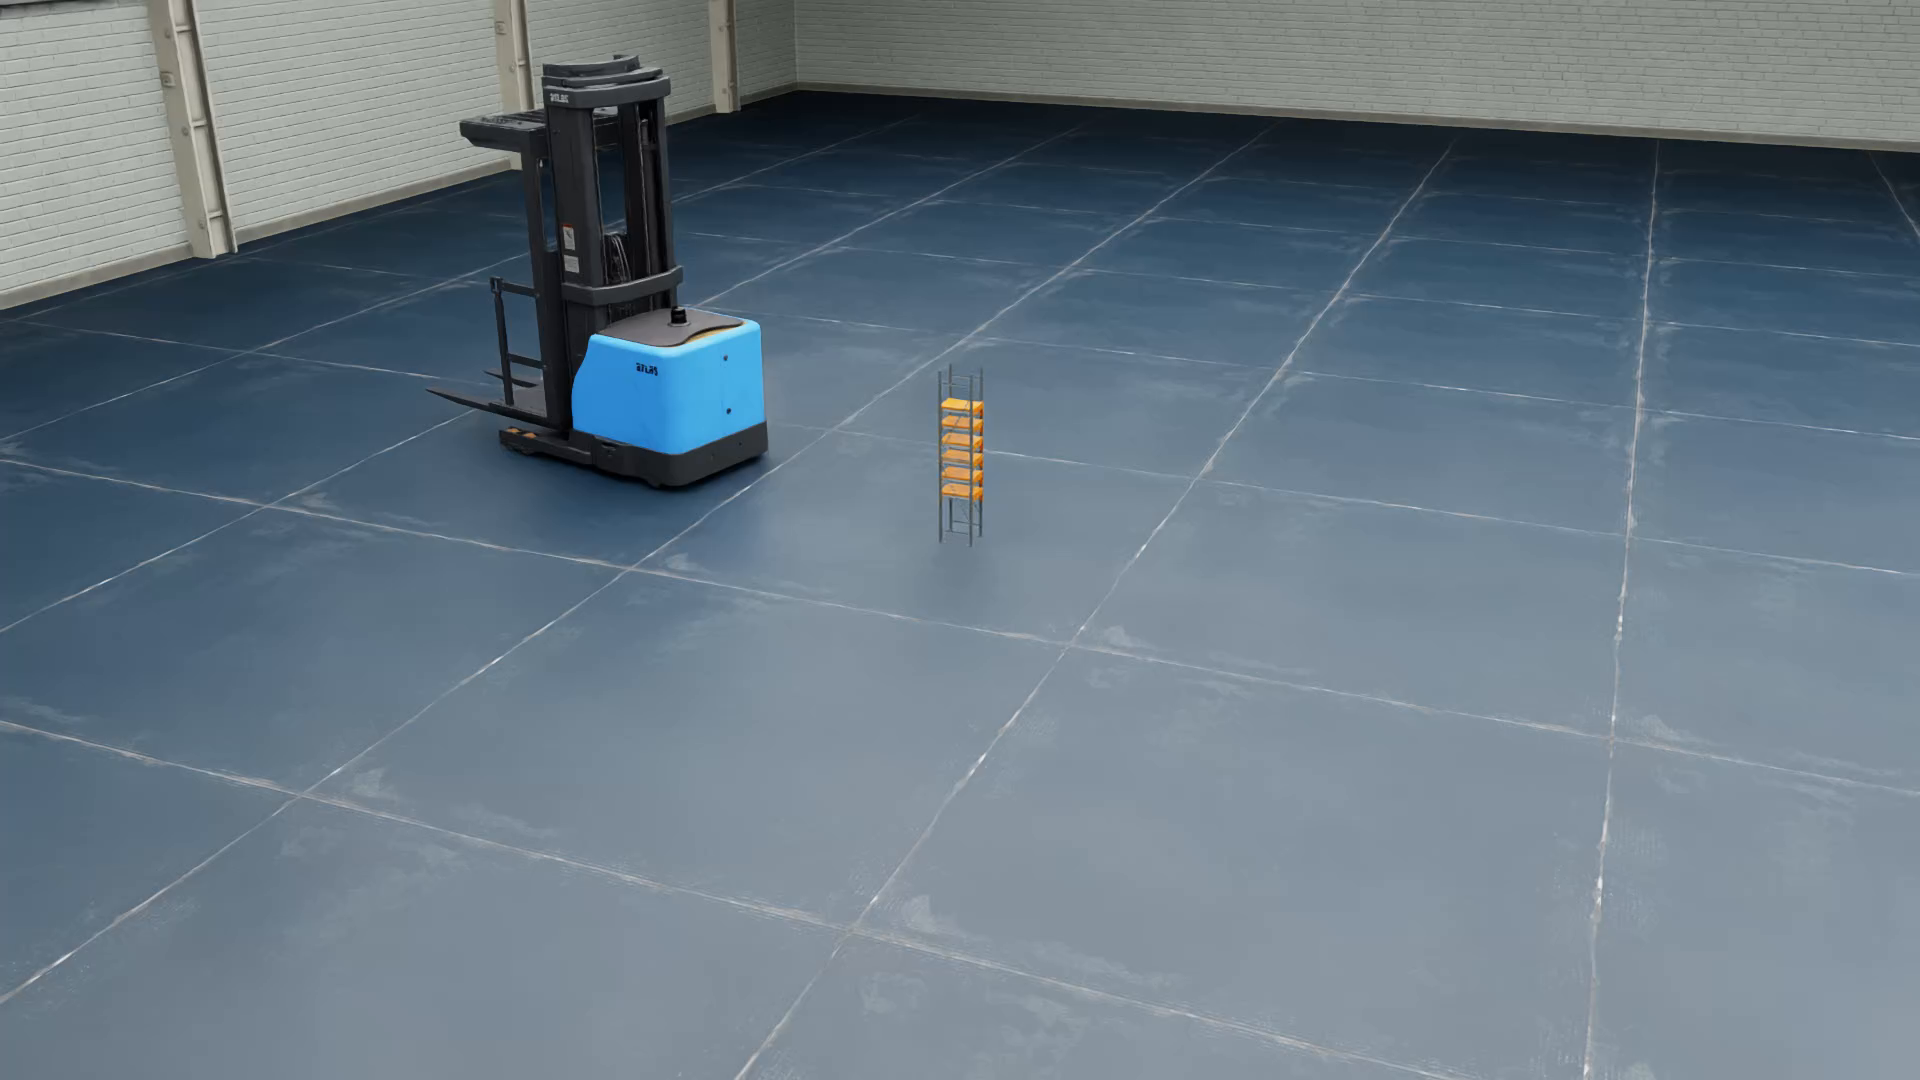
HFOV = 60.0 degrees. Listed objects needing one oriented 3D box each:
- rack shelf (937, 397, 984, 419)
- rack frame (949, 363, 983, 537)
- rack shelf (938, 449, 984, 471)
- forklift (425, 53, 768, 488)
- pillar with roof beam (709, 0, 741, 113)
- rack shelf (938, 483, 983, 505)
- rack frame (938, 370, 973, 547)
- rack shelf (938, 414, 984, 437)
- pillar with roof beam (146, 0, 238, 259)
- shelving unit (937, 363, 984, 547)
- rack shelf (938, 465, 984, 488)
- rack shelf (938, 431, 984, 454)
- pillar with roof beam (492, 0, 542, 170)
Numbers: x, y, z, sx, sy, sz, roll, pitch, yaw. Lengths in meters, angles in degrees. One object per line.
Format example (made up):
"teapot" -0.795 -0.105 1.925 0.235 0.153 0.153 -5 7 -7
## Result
"rack shelf" 0.005 -0.850 10.910 0.258 0.103 0.180 9 24 20
"rack frame" 0.039 -0.592 11.110 0.240 1.200 0.006 9 24 20
"rack shelf" 0.005 -0.518 11.048 0.258 0.103 0.180 9 24 20
"forklift" -2.965 -2.160 12.618 3.031 2.935 1.130 15 27 32
"pillar with roof beam" -0.111 -11.121 26.199 9.100 9.000 0.400 9 24 20
"rack shelf" 0.005 -0.296 11.141 0.258 0.103 0.180 9 24 20
"rack frame" -0.029 -0.526 10.953 0.240 1.200 0.006 9 24 20
"rack shelf" 0.005 -0.739 10.956 0.258 0.103 0.180 9 24 20
"pillar with roof beam" -4.569 -6.827 15.918 9.100 9.000 0.400 9 24 20
"shelving unit" 0.005 -0.559 11.031 0.258 1.200 0.189 9 24 20
"rack shelf" 0.005 -0.407 11.095 0.258 0.103 0.180 9 24 20
"rack shelf" 0.005 -0.629 11.002 0.258 0.103 0.180 9 24 20
"pillar with roof beam" -2.340 -8.974 21.058 9.100 9.000 0.400 9 24 20
